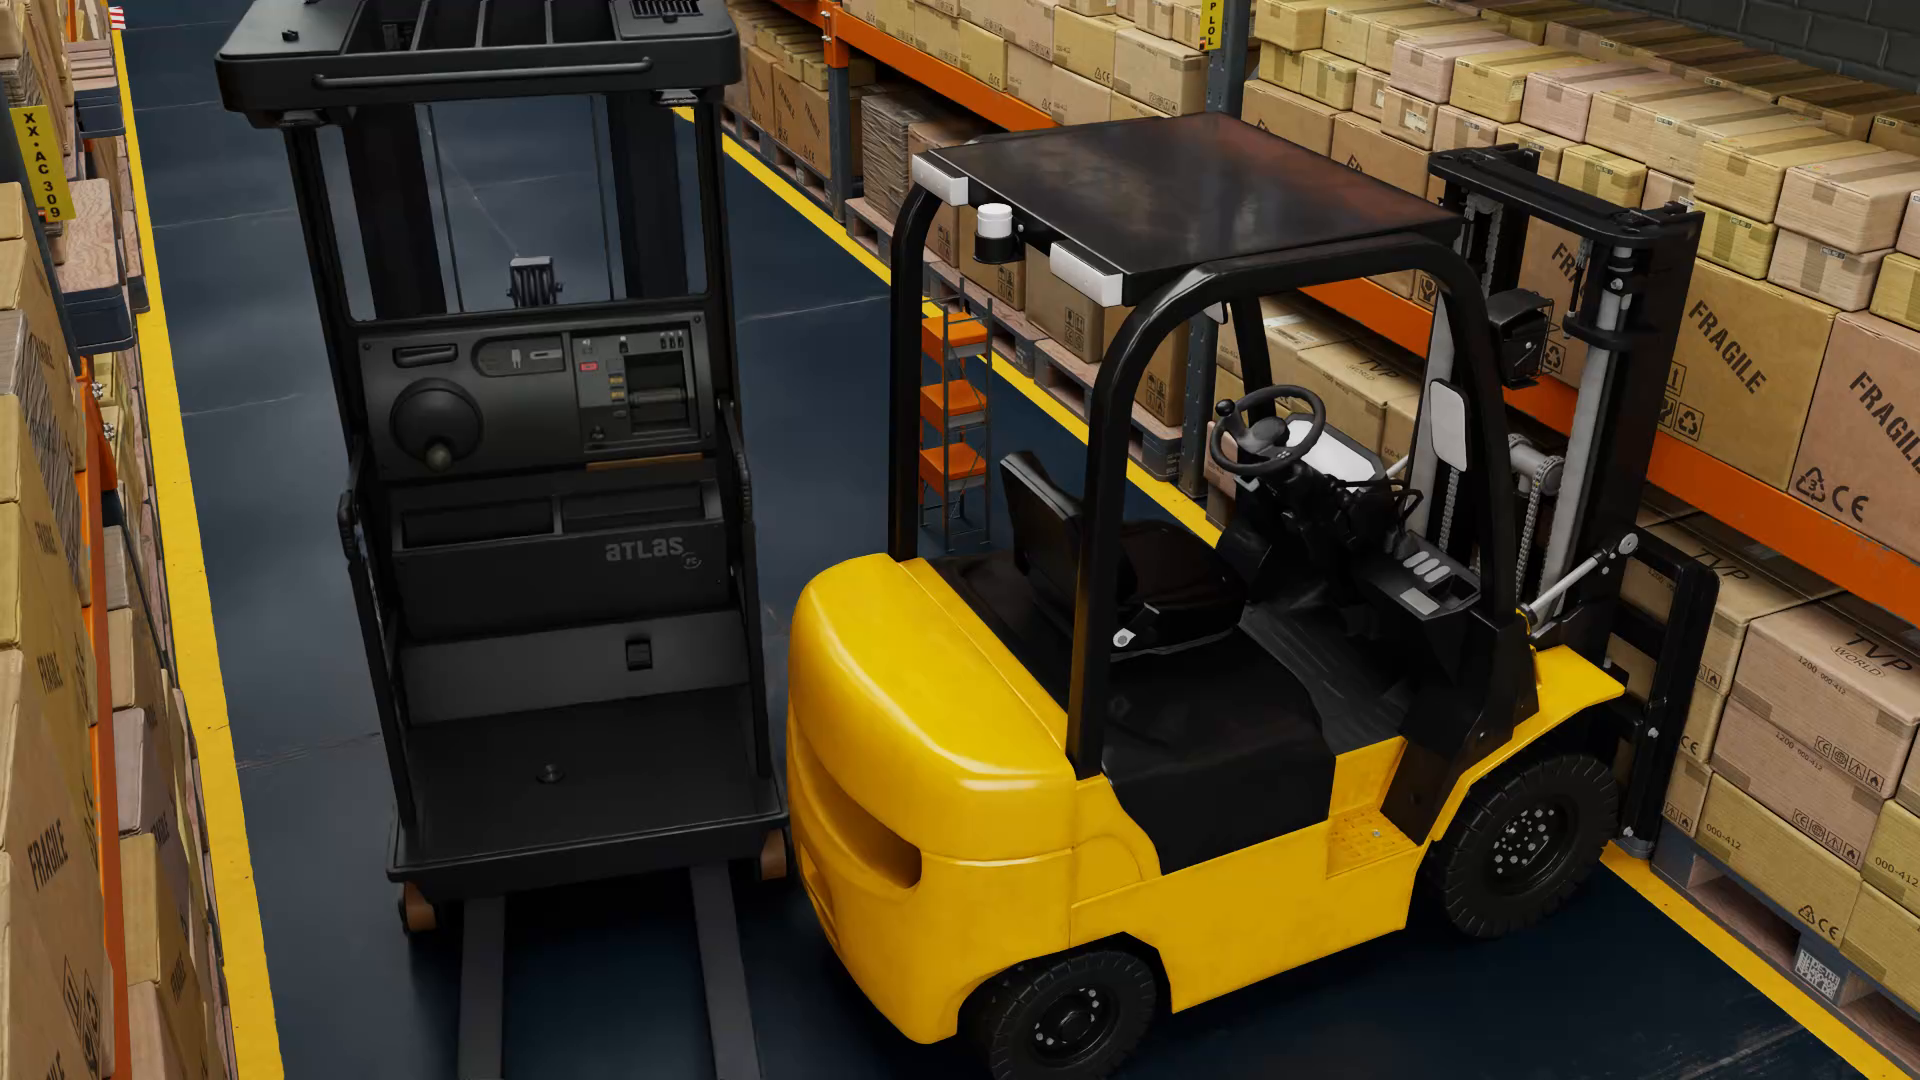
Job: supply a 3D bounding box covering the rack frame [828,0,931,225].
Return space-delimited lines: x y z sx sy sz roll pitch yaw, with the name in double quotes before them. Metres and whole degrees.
"rack frame" -0.306 -3.372 9.697 1.000 3.000 0.127 -13 32 -22

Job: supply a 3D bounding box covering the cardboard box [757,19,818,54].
"cardboard box" -1.145 -3.389 11.189 0.380 0.149 0.250 -14 32 -23

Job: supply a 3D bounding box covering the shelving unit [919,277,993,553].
"shelving unit" -0.023 -0.482 6.535 0.215 1.050 0.252 -13 32 -22

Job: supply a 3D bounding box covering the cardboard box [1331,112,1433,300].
"cardboard box" 1.604 -1.171 5.670 0.500 0.500 0.500 -13 32 -21

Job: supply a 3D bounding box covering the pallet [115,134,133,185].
"pallet" -6.105 -2.554 11.088 1.003 0.211 1.213 -13 32 -22

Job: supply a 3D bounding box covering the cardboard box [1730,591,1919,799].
"cardboard box" 2.425 0.380 4.366 0.500 0.250 0.500 -12 32 -21

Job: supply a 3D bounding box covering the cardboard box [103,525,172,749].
"cardboard box" -2.574 0.333 4.705 0.500 0.500 0.500 -14 32 -23

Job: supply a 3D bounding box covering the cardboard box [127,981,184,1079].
"cardboard box" -1.689 1.240 3.087 0.500 0.500 0.500 -14 32 -24

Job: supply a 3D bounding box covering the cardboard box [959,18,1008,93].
"cardboard box" 0.324 -2.380 8.082 0.500 0.250 0.500 -12 31 -20

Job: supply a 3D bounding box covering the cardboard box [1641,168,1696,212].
"cardboard box" 2.128 -0.950 4.611 0.380 0.149 0.250 -13 32 -22

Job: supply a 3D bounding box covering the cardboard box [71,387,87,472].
"cardboard box" -2.544 -0.265 4.412 0.380 0.149 0.250 -12 32 -21

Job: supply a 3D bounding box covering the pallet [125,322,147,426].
"pallet" -4.453 -0.766 7.901 1.003 0.211 1.213 -13 32 -22

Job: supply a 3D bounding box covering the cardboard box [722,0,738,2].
"cardboard box" -1.597 -3.847 12.007 0.380 0.149 0.250 -13 32 -22

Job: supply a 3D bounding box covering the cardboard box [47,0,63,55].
"cardboard box" -4.109 -2.316 6.978 0.500 0.500 0.500 -14 32 -23

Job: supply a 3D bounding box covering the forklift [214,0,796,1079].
"forklift" -1.108 -0.363 4.401 1.130 2.935 3.031 -6 30 -11

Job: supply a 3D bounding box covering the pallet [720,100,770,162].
"pallet" -1.112 -3.032 11.941 1.003 0.211 1.213 -13 32 -22

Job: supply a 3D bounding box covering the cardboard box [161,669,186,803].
"cardboard box" -2.574 0.660 4.889 0.500 0.250 0.500 -12 31 -20

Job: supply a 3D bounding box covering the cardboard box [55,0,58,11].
"cardboard box" -4.782 -2.756 8.241 0.500 0.250 0.500 -13 32 -22

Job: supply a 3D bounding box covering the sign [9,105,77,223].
"sign" -2.583 -1.056 4.681 0.100 0.325 0.005 -13 32 -22

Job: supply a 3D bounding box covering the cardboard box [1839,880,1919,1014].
"cardboard box" 2.641 1.037 4.216 0.500 0.250 0.500 -13 32 -22

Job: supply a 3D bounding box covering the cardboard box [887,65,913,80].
"cardboard box" -0.248 -3.044 10.574 0.380 0.149 0.250 -11 31 -19

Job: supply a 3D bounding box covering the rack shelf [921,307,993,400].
"rack shelf" -0.023 -0.720 6.402 0.215 0.259 0.240 -13 32 -22

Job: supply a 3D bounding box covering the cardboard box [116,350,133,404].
"cardboard box" -4.230 -0.789 7.348 0.950 0.372 0.625 -14 32 -23

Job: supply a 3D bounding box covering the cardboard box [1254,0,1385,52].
"cardboard box" 1.280 -1.858 5.927 0.380 0.149 0.250 -12 32 -21

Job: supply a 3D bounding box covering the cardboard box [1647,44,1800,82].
"cardboard box" 2.342 -1.411 5.130 0.380 0.149 0.250 -13 32 -23

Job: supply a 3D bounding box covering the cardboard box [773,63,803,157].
"cardboard box" -0.887 -2.830 10.856 0.500 0.500 0.500 -14 32 -23

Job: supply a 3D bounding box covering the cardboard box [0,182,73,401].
"cardboard box" -2.655 -0.590 4.330 0.500 0.500 0.500 -14 32 -23

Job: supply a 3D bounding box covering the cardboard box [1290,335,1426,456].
"cardboard box" 1.546 -0.517 5.966 0.500 0.250 0.500 -13 32 -22

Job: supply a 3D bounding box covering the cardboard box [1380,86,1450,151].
"cardboard box" 1.599 -1.388 5.392 0.380 0.149 0.250 -12 32 -21

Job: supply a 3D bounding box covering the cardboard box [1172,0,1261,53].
"cardboard box" 1.064 -2.036 6.548 0.380 0.149 0.250 -12 31 -20

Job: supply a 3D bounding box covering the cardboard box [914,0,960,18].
"cardboard box" 0.086 -2.821 8.356 0.500 0.250 0.500 -14 32 -23

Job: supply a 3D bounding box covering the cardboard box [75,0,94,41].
"cardboard box" -6.166 -3.094 10.944 0.875 0.875 0.875 -12 31 -20

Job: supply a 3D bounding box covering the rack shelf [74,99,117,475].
"rack shelf" -3.929 -1.131 6.435 1.077 0.370 4.000 -13 32 -22

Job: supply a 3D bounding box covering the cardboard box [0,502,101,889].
"cardboard box" -1.751 0.312 2.720 0.500 0.500 0.500 -14 32 -23

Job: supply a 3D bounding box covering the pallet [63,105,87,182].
"pallet" -3.901 -1.379 6.338 1.003 0.211 1.213 -13 32 -22

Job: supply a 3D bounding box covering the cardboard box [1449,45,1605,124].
"cardboard box" 1.745 -1.407 5.122 0.380 0.149 0.250 -14 32 -23

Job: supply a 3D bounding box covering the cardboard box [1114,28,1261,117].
"cardboard box" 0.969 -1.921 6.751 0.500 0.250 0.500 -14 32 -23

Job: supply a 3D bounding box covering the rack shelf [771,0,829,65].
"rack shelf" -1.165 -3.942 11.448 1.077 0.370 4.000 -13 32 -22

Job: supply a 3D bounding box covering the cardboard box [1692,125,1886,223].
"cardboard box" 2.146 -0.951 4.310 0.380 0.149 0.250 -12 32 -21

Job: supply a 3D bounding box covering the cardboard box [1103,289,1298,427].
"cardboard box" 1.177 -0.981 7.430 0.875 0.625 0.625 -12 31 -20

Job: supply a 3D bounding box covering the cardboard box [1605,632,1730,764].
"cardboard box" 2.191 0.363 4.906 0.500 0.250 0.500 -14 32 -23

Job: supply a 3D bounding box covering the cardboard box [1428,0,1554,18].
"cardboard box" 1.891 -1.864 5.938 0.380 0.149 0.250 -14 32 -23

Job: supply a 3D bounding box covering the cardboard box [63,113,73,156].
"cardboard box" -3.557 -1.527 6.233 0.380 0.149 0.250 -12 31 -20

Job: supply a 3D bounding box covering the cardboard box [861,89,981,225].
"cardboard box" -0.051 -2.241 9.678 0.875 0.625 0.625 -12 31 -20

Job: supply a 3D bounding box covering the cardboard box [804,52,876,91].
"cardboard box" -0.747 -2.913 10.341 0.380 0.149 0.250 -15 32 -24

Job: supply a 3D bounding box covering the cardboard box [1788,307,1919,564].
"cardboard box" 2.466 -0.275 4.071 0.500 0.500 0.500 -12 31 -20

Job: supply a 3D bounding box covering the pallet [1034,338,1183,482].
"pallet" 1.060 -0.706 7.793 1.003 0.211 1.213 -13 32 -22

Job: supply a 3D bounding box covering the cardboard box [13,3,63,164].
"cardboard box" -3.228 -1.406 5.355 0.500 0.500 0.500 -13 32 -22
